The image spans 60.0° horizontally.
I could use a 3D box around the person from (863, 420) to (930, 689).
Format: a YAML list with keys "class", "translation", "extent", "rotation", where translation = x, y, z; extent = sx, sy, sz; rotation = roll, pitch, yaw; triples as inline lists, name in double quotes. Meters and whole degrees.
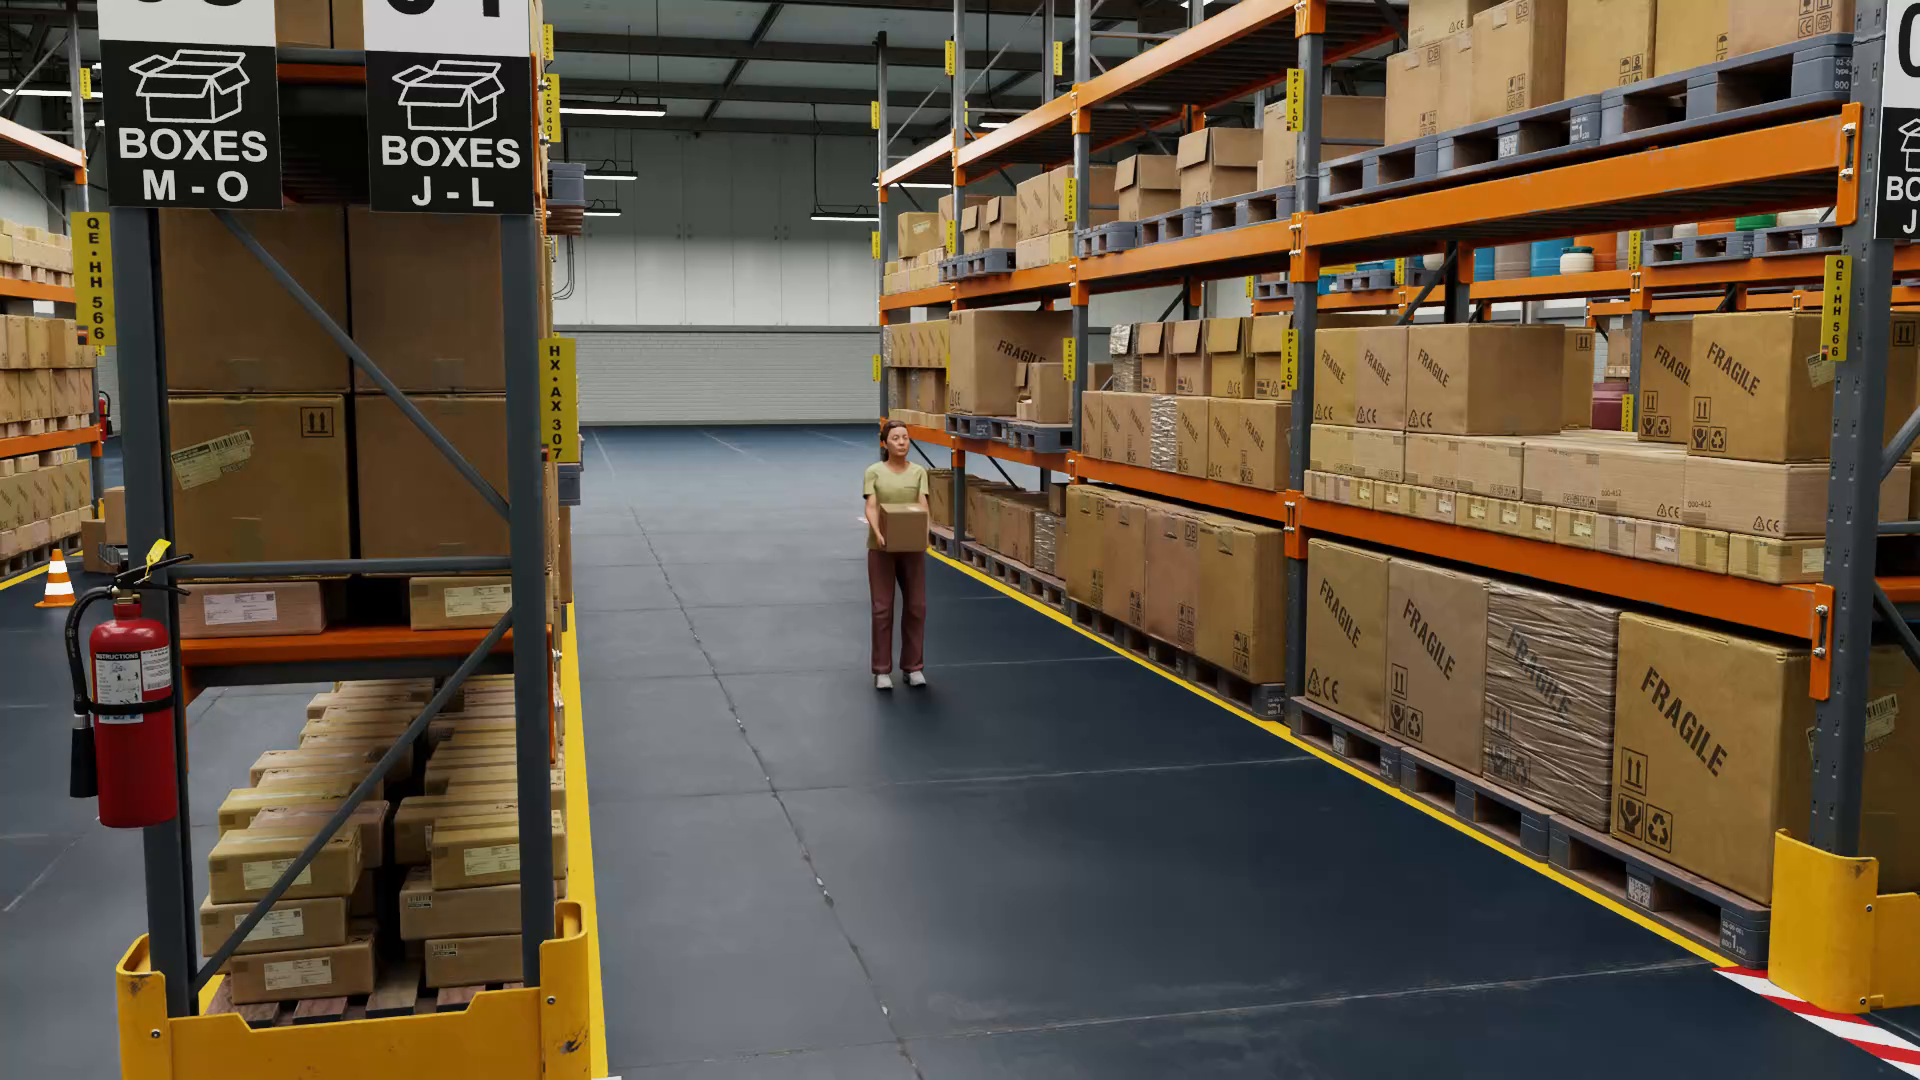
- class: "person"
  translation: [-0.386, 0.088, 10.398]
  extent: [0.425, 1.662, 0.561]
  rotation: [-1, 6, -13]
